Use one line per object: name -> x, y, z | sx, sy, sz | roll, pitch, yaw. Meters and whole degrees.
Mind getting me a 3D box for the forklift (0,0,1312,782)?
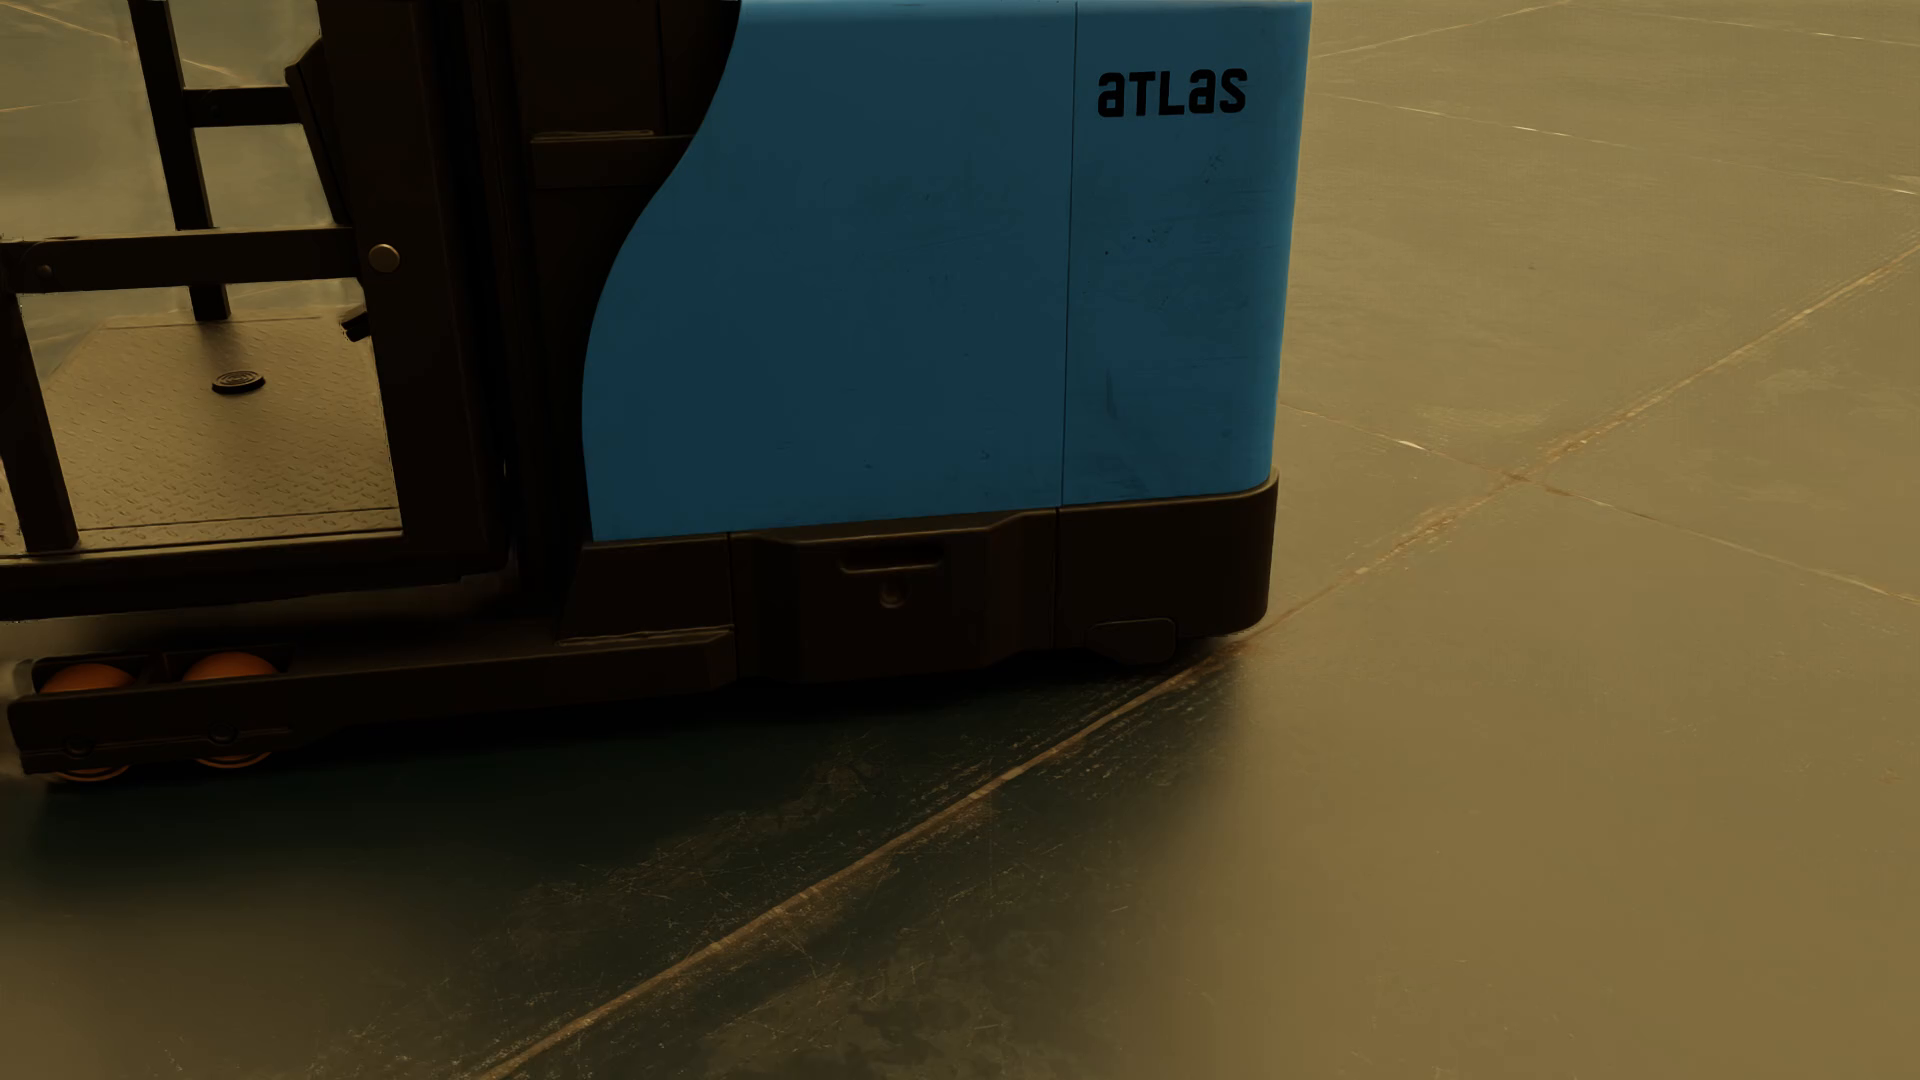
forklift -> -1.064, -1.219, 2.263 | 3.031, 2.935, 1.130 | -5, 26, -9
